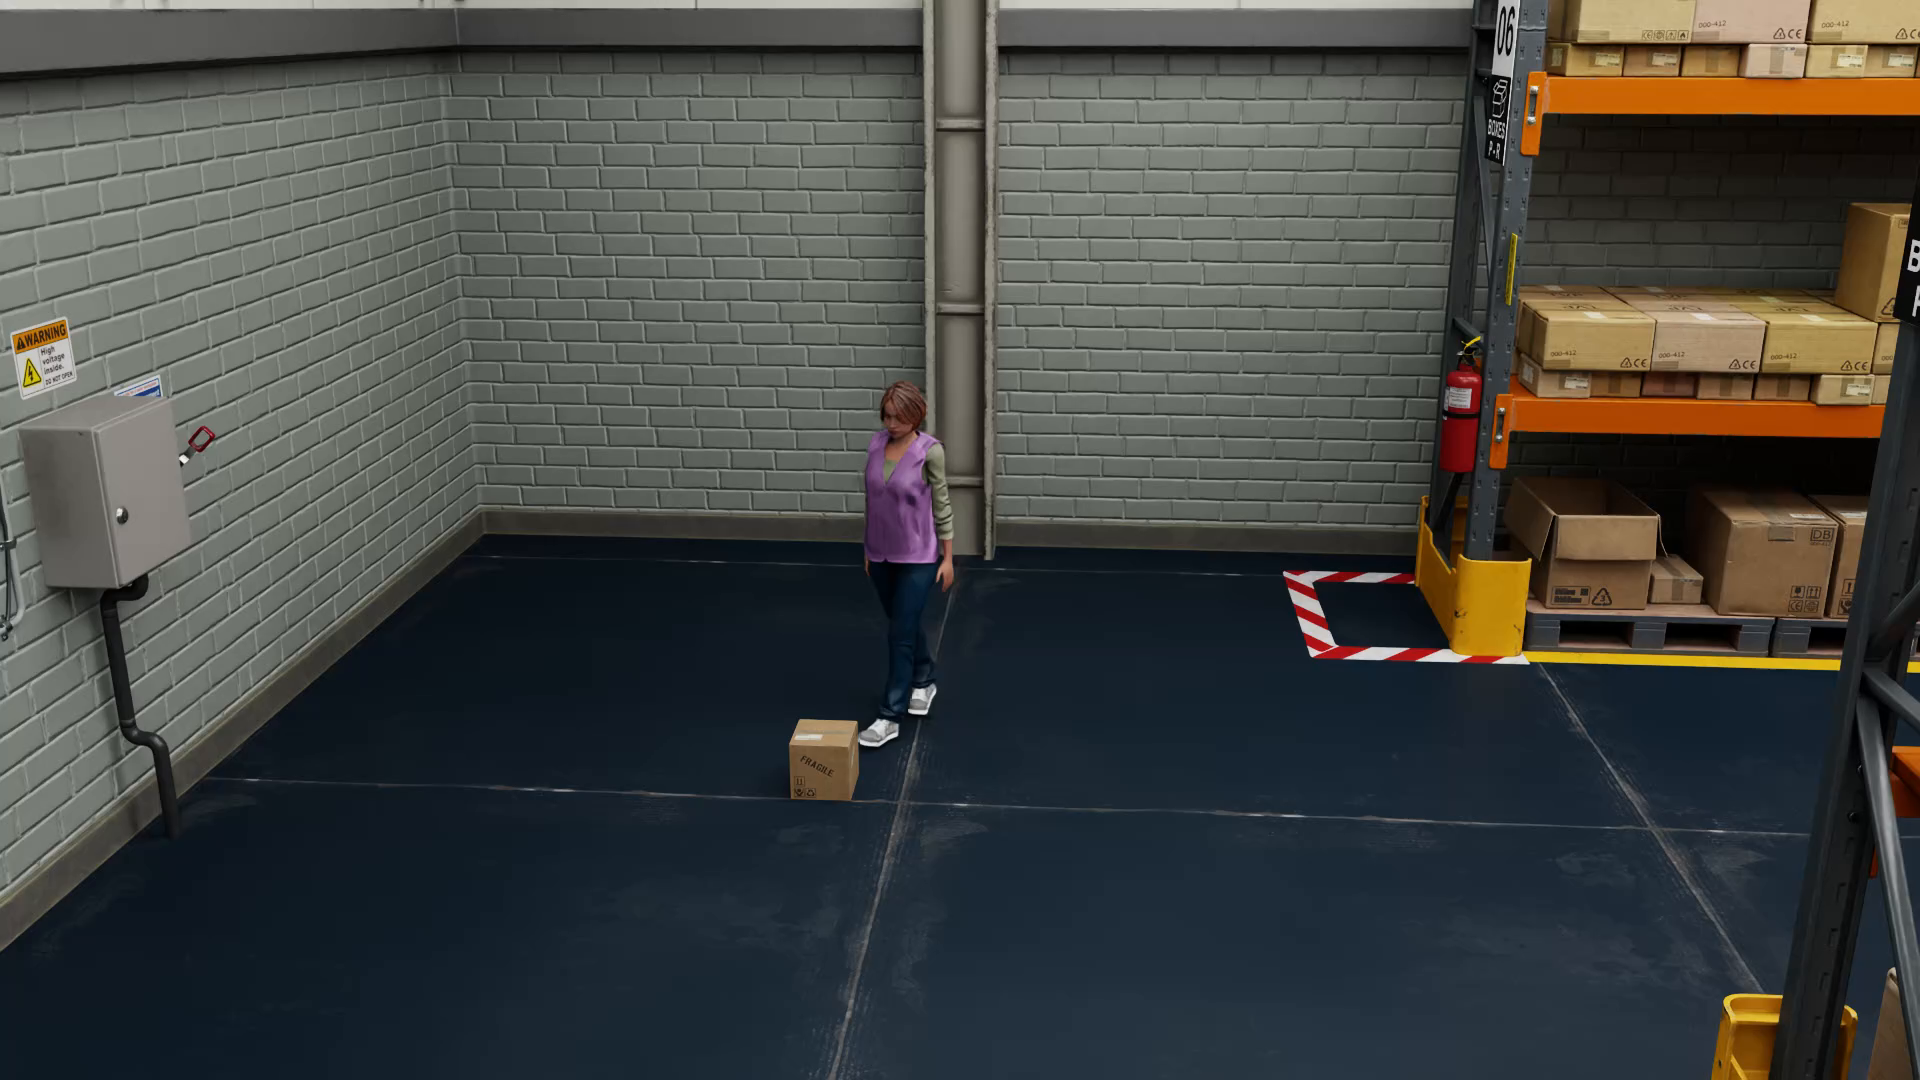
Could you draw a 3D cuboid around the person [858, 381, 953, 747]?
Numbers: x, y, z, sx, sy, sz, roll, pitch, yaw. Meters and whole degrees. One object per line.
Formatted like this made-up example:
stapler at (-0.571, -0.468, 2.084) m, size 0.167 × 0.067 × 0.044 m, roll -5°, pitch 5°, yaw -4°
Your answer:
person at (-0.262, 0.088, 7.282) m, size 0.428 × 1.585 × 0.694 m, roll 11°, pitch 21°, yaw 30°
